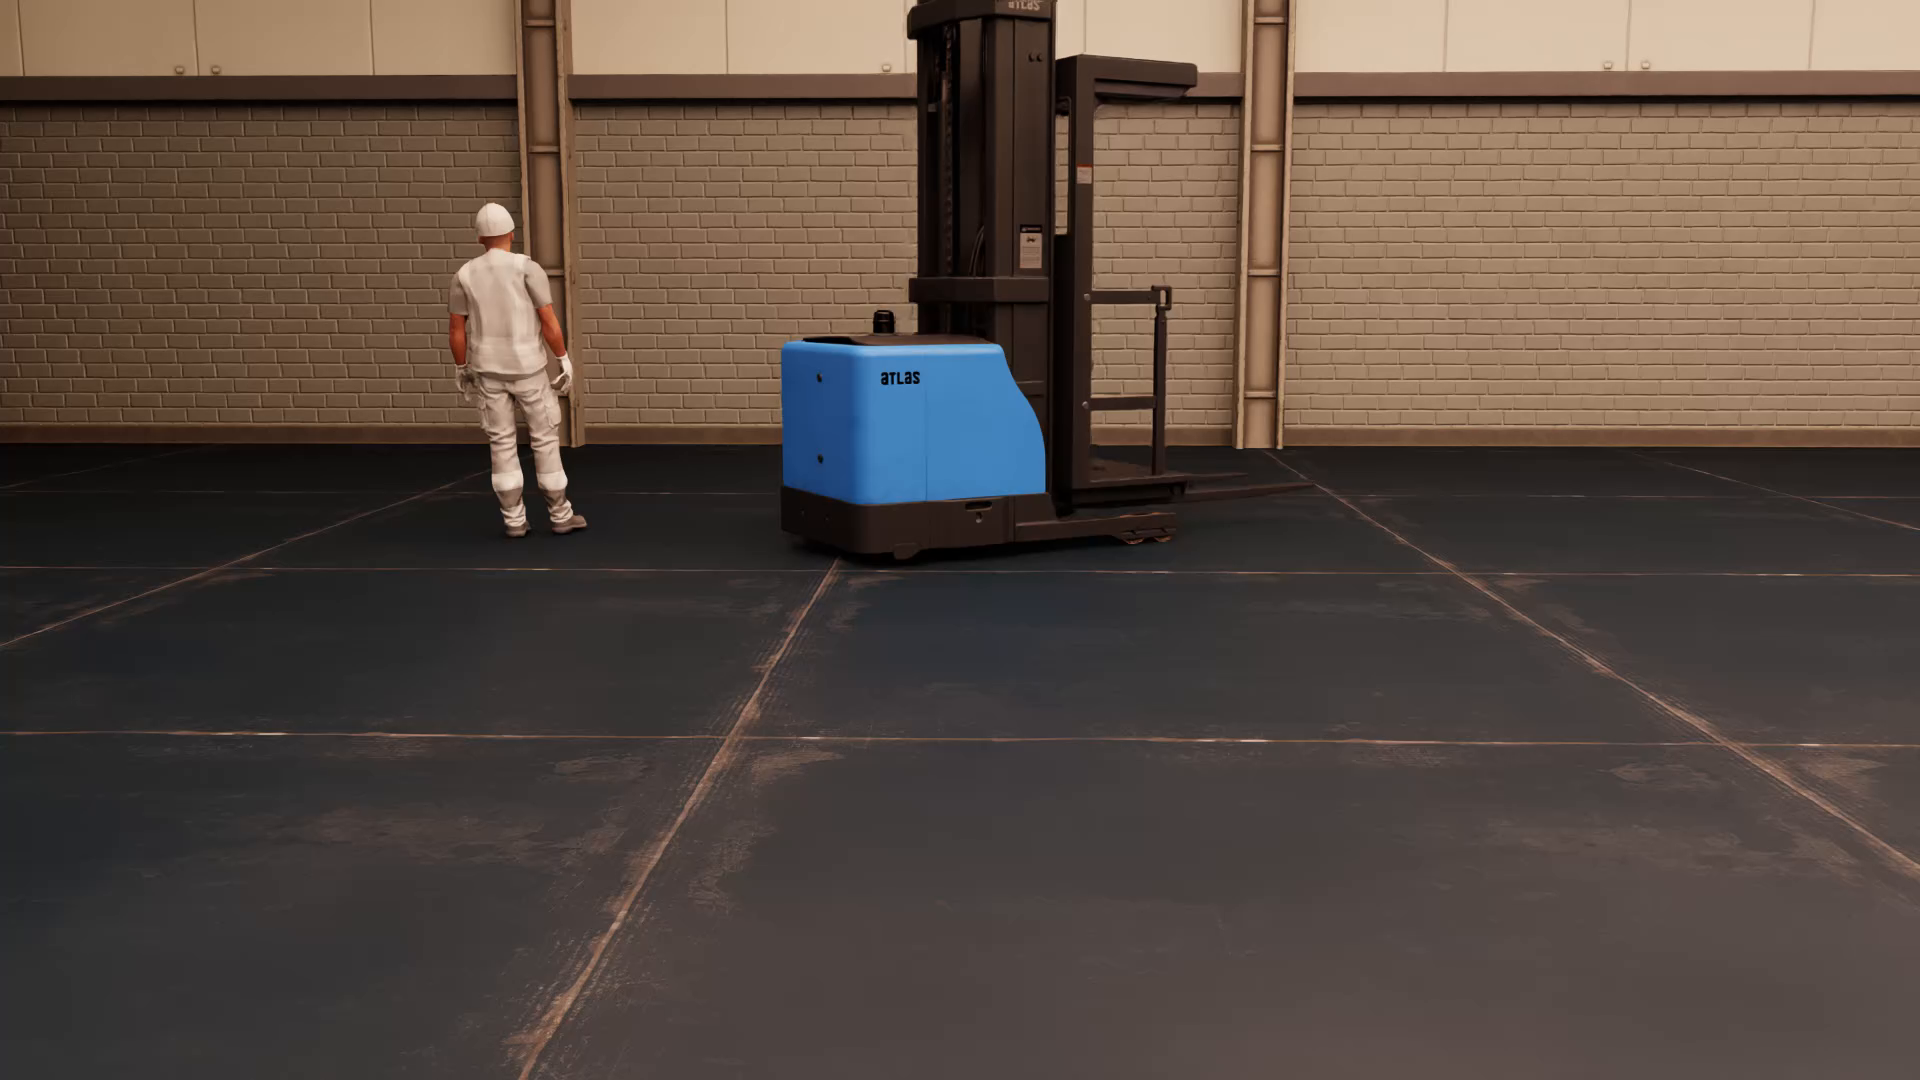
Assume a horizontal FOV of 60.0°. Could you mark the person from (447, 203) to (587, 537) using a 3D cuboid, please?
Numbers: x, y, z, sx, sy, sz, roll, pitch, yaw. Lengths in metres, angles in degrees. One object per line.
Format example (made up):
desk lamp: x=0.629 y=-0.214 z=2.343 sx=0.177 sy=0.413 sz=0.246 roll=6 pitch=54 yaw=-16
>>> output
person: x=-2.416 y=-0.920 z=9.056 sx=0.640 sy=1.788 sz=0.565 roll=0 pitch=9 yaw=2

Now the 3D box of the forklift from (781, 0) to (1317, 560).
forklift: x=0.586 y=-1.484 z=9.014 sx=3.031 sy=2.935 sz=1.130 roll=-5 pitch=10 yaw=-29
